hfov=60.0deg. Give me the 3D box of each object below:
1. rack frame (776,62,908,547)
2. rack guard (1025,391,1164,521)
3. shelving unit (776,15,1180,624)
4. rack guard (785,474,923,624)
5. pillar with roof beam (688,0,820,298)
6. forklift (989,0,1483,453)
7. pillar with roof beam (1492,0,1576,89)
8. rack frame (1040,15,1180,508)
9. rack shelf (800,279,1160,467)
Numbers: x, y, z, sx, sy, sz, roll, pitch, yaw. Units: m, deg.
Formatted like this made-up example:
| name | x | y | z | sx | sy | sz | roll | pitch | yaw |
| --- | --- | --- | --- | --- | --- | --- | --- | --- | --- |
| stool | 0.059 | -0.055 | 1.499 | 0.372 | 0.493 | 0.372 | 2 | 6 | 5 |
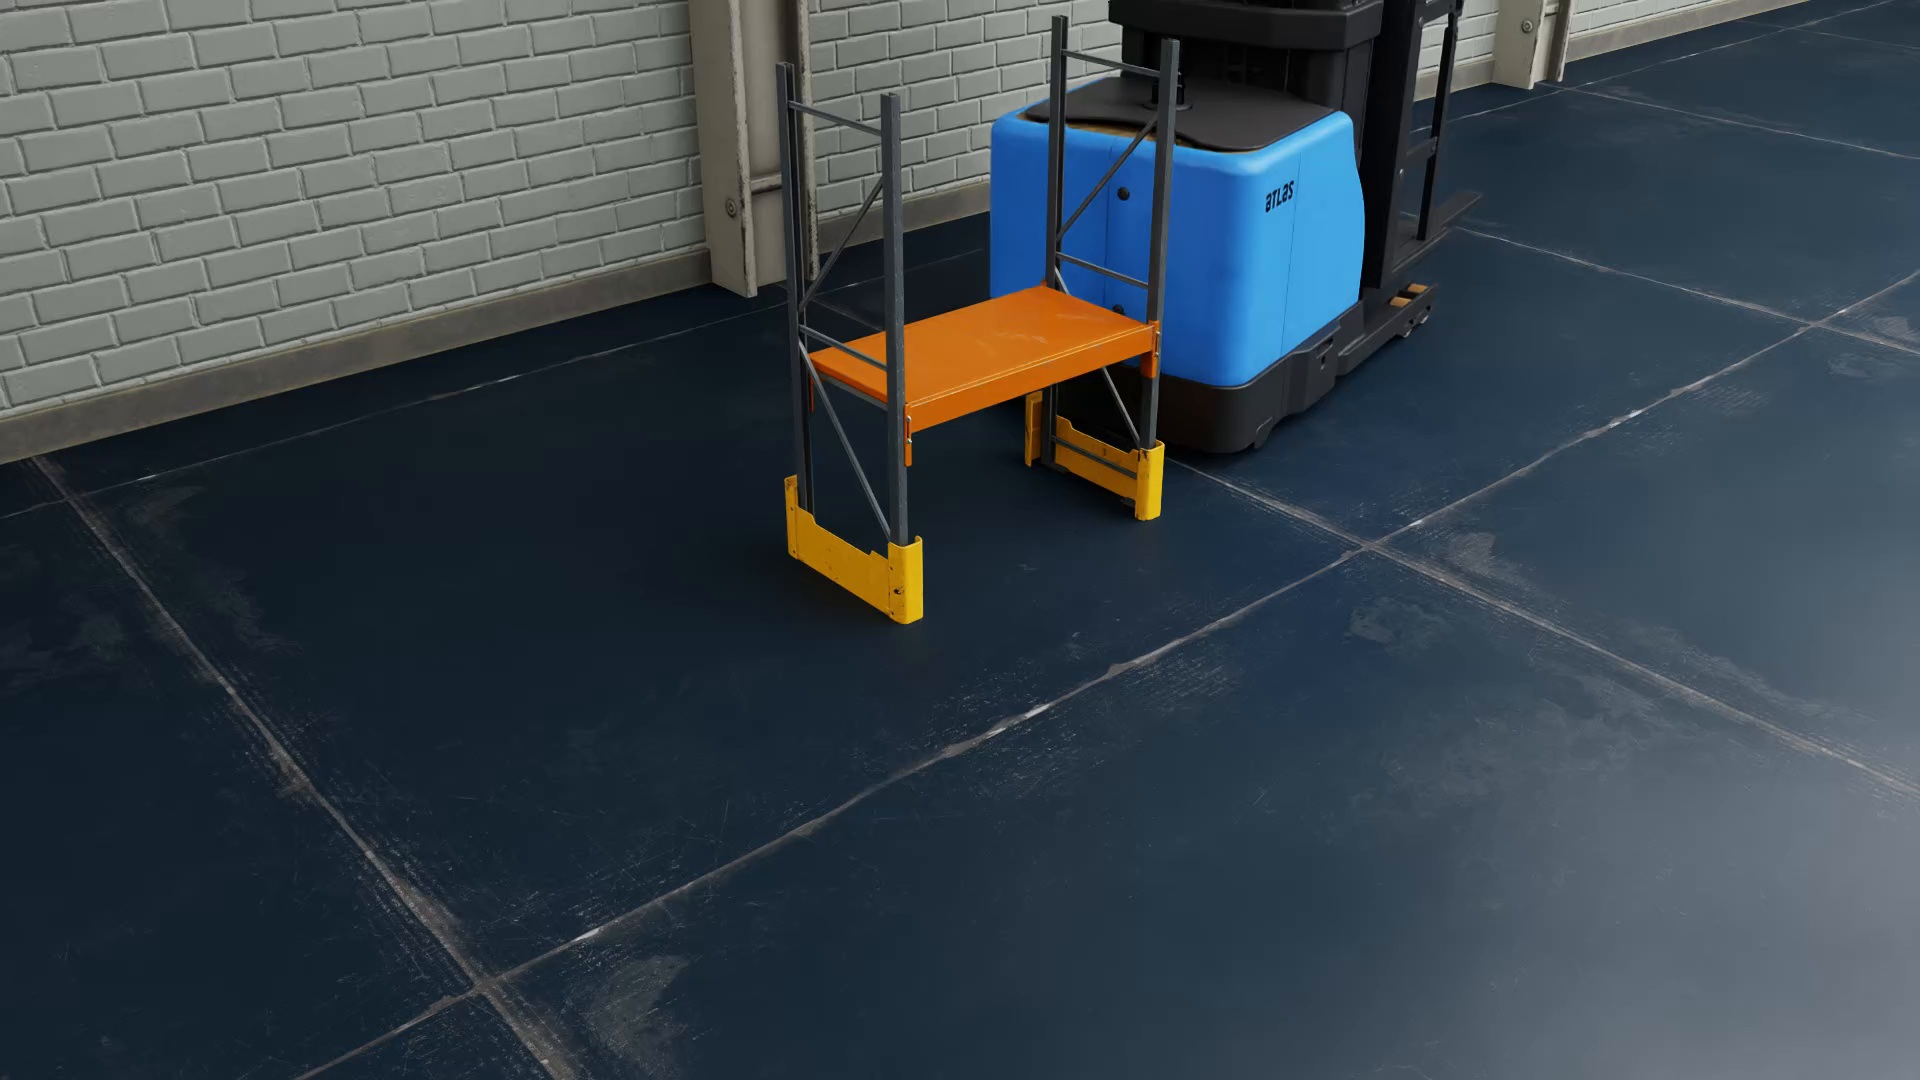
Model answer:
| name | x | y | z | sx | sy | sz | roll | pitch | yaw |
| --- | --- | --- | --- | --- | --- | --- | --- | --- | --- |
| rack frame | -0.322 | -0.532 | 4.654 | 0.032 | 1.500 | 0.500 | -22 | 35 | -35 |
| rack guard | 0.437 | -0.286 | 5.520 | 0.087 | 0.250 | 0.587 | -22 | 35 | -35 |
| shelving unit | 0.058 | -0.685 | 4.940 | 1.083 | 1.500 | 0.587 | -22 | 35 | -35 |
| rack guard | -0.321 | 0.019 | 4.950 | 0.087 | 0.250 | 0.587 | -22 | 35 | -35 |
| pillar with roof beam | 1.921 | -3.592 | 2.423 | 0.400 | 9.000 | 9.100 | -22 | 35 | -35 |
| forklift | 1.334 | -2.231 | 6.316 | 1.130 | 2.935 | 3.031 | 18 | 33 | 30 |
| pillar with roof beam | 6.486 | -5.427 | 5.858 | 0.400 | 9.000 | 9.100 | -22 | 35 | -35 |
| rack frame | 0.452 | -0.843 | 5.236 | 0.032 | 1.500 | 0.500 | -22 | 35 | -35 |
| rack shelf | 0.065 | -0.529 | 5.030 | 1.000 | 0.185 | 0.538 | -22 | 35 | -35 |
